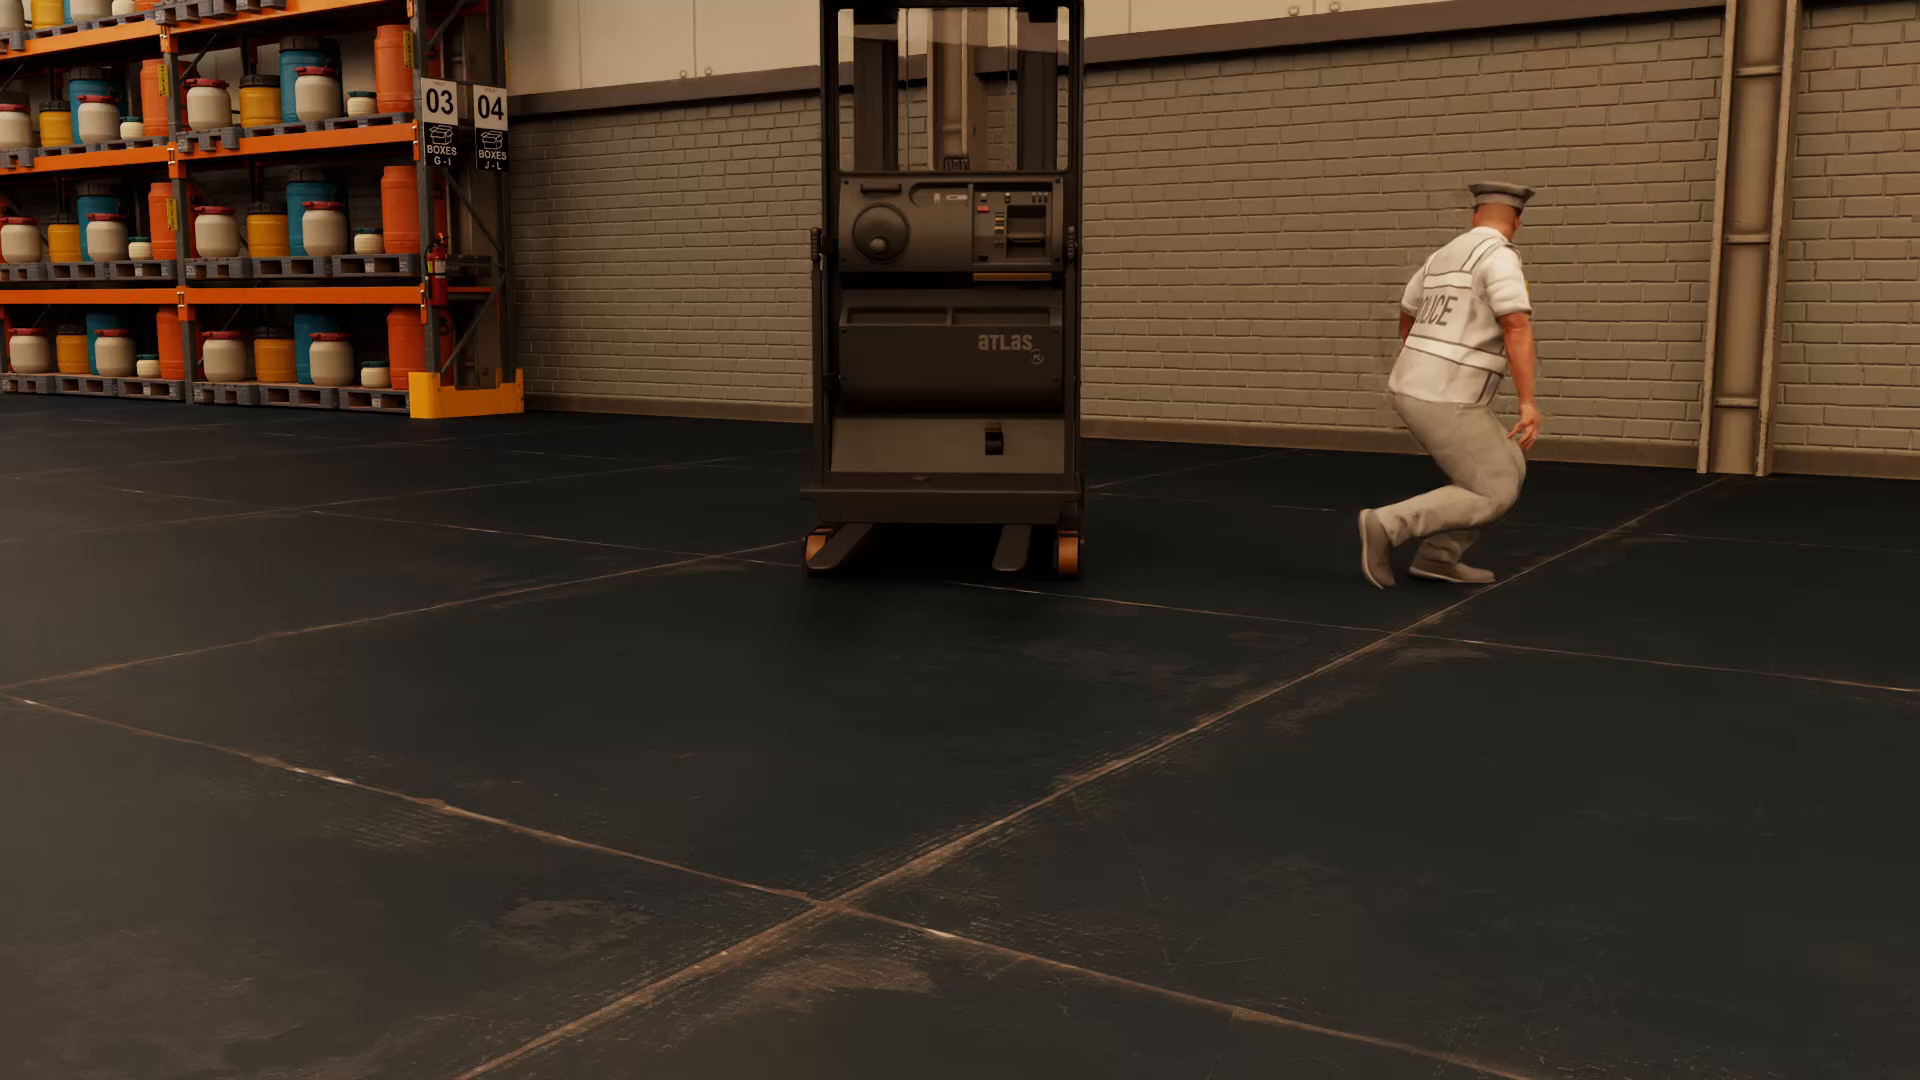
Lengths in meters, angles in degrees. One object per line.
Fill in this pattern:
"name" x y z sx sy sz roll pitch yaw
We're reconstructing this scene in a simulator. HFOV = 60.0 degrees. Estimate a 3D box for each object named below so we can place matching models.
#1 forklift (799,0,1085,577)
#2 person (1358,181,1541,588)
"forklift" -0.049 -1.349 6.682 1.130 2.935 3.031 1 8 4
"person" 1.839 -0.572 6.279 0.650 1.546 0.831 1 8 4
